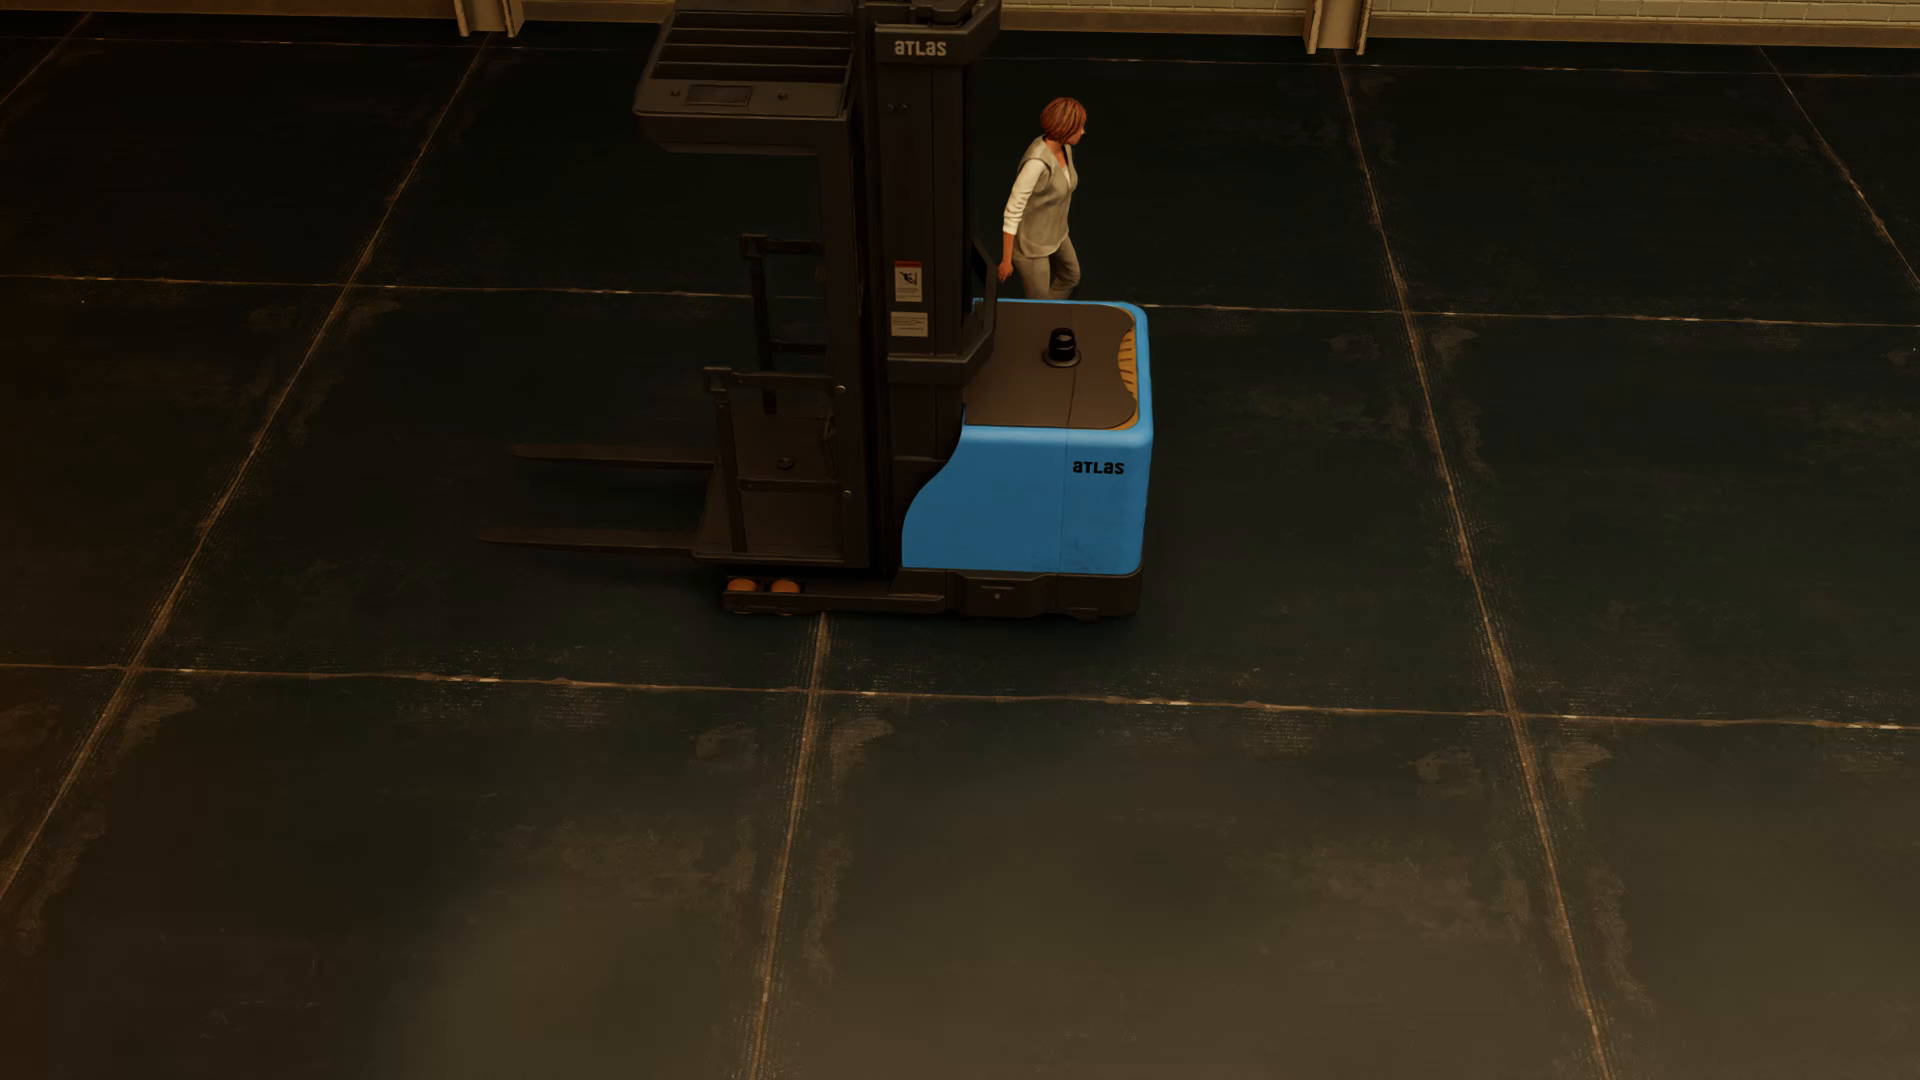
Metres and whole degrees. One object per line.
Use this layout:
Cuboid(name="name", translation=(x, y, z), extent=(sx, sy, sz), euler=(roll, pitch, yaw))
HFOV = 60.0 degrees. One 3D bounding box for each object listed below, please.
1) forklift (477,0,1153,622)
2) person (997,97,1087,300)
Cuboid(name="forklift", translation=(-0.680, -1.094, 6.940), extent=(3.031, 2.935, 1.130), euler=(2, 42, 2))
Cuboid(name="person", translation=(0.407, -1.522, 8.453), extent=(0.398, 1.555, 0.729), euler=(17, 45, 17))
